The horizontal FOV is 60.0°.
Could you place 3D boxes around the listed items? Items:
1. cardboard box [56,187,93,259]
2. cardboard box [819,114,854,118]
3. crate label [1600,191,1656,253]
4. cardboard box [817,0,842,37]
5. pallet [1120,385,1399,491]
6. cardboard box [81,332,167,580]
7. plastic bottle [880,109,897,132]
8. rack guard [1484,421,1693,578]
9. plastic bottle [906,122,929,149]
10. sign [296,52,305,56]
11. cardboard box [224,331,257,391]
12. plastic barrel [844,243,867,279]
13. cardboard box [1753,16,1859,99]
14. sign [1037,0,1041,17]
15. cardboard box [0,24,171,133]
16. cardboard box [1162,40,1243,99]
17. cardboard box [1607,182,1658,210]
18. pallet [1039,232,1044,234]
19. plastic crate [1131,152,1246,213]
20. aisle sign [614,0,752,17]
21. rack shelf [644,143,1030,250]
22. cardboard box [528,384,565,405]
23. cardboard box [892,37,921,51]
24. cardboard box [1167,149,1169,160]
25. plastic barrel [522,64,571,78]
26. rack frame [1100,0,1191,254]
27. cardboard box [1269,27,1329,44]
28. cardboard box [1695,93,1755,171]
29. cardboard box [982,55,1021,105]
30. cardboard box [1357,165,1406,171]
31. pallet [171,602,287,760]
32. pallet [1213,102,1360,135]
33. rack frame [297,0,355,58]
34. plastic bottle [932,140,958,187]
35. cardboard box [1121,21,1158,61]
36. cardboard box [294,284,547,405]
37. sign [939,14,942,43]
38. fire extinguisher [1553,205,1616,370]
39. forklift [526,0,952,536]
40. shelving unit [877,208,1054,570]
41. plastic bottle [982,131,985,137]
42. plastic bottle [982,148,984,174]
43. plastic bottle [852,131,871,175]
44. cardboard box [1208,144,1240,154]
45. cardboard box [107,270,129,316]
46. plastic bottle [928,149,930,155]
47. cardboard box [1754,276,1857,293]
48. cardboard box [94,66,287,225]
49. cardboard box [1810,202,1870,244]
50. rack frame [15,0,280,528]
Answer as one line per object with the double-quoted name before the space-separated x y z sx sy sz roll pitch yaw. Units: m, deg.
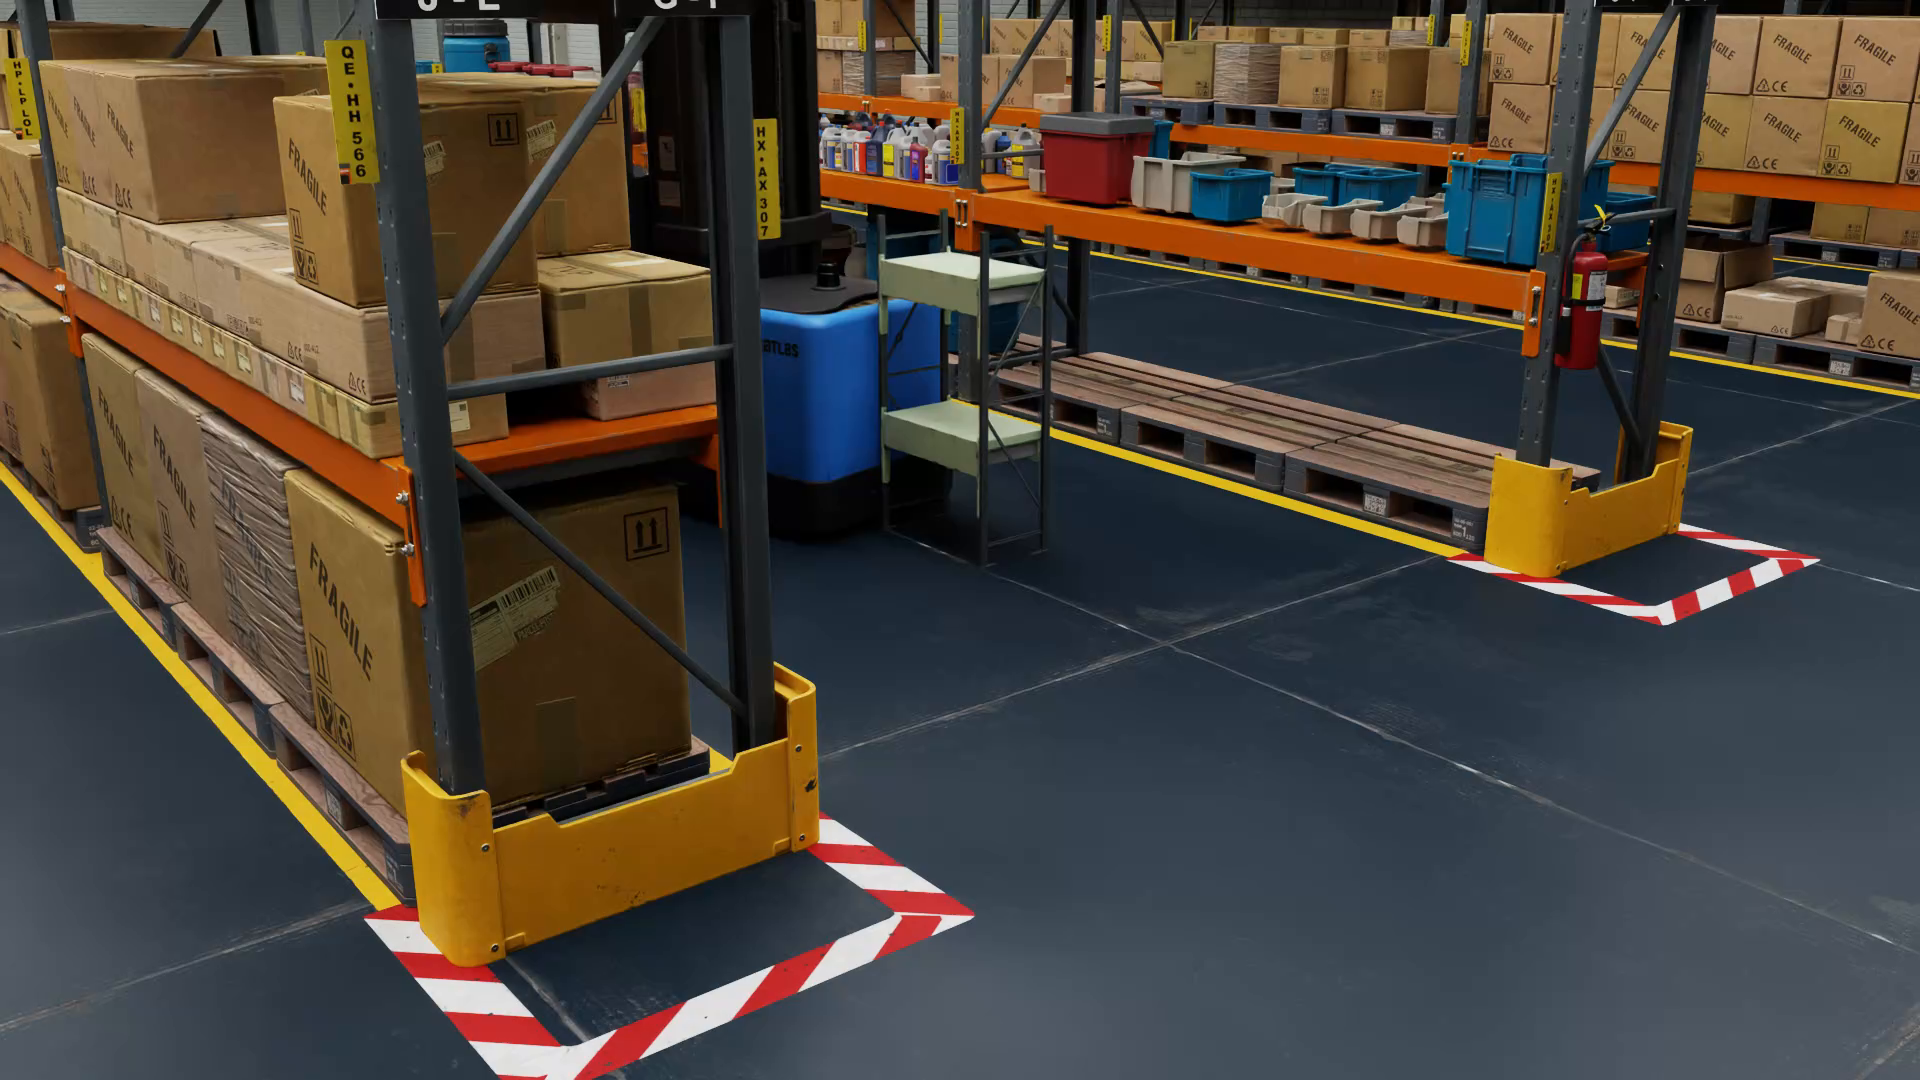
"cardboard box" -3.380 -1.328 6.867 0.500 0.250 0.500 -14 23 -37
"cardboard box" -1.641 -5.123 21.077 0.500 0.500 0.500 -14 23 -36
"crate label" 3.005 -1.480 7.732 0.416 0.233 0.303 -14 23 -36
"cardboard box" -1.261 -6.225 19.666 0.700 0.500 0.500 -14 23 -36
"pallet" 1.665 -0.594 9.319 1.003 0.211 1.213 -14 23 -36
"cardboard box" -3.119 -0.438 7.124 0.875 0.875 0.875 -14 23 -36
"plastic bottle" -0.508 -2.930 12.018 0.144 0.351 0.185 -14 23 -36
"rack guard" 2.925 -0.216 7.720 1.175 0.500 0.348 -14 23 -36
"plastic bottle" -0.298 -2.559 10.897 0.144 0.351 0.185 -14 23 -36
"sign" -7.468 -5.374 18.879 0.100 0.325 0.005 -14 23 -36
"cardboard box" -2.097 -0.595 5.287 0.380 0.149 0.250 -15 23 -37
"plastic barrel" -0.628 -1.879 12.053 0.421 0.512 0.421 0 18 0
"cardboard box" 5.653 -3.201 11.009 0.500 0.500 0.500 -13 22 -35
"sign" 1.179 -8.085 25.163 0.100 0.325 0.005 -14 23 -36
"cardboard box" -4.286 -2.276 8.209 0.797 0.503 0.637 -14 23 -36
"cardboard box" 2.297 -4.457 15.723 0.500 0.500 0.700 11 21 30
"cardboard box" 7.123 -3.857 17.492 0.750 0.750 0.750 -13 22 -34
"pallet" 0.584 -3.530 18.188 1.003 0.211 1.213 -14 23 -36
"plastic crate" 1.220 -1.952 9.078 0.437 0.282 0.530 -14 23 -36
"aisle sign" -0.703 -1.714 4.132 0.394 0.787 0.004 -14 23 -36
"rack shelf" -0.826 -2.543 11.915 1.077 0.370 4.000 -14 23 -36
"cardboard box" -1.105 -0.535 5.106 0.380 0.149 0.250 -14 23 -37
"cardboard box" -0.681 -5.788 19.380 0.380 0.149 0.250 -14 23 -36
"cardboard box" 2.860 -5.286 22.863 0.250 0.166 0.380 17 25 41
"plastic barrel" -3.673 -3.968 14.858 0.433 0.535 0.433 0 18 0
"rack frame" 1.818 -4.343 16.207 1.000 3.000 0.127 -14 23 -36
"cardboard box" 4.279 -6.126 20.731 0.700 0.500 0.500 -10 21 -29
"cardboard box" 5.351 -2.852 11.545 0.500 0.500 0.500 -14 23 -37
"cardboard box" 0.436 -4.931 17.822 0.500 0.500 0.500 -14 23 -36
"cardboard box" 3.571 -3.149 14.684 0.500 0.250 0.500 -14 23 -36
"pallet" -2.294 0.402 6.312 1.003 0.211 1.213 -14 23 -36
"pallet" 3.029 -3.774 14.793 1.003 0.211 1.213 -14 23 -36
"rack frame" -7.034 -5.349 19.244 1.000 3.000 0.127 -14 23 -36
"plastic bottle" -0.082 -2.367 10.436 0.152 0.276 0.135 -14 23 -36
"cardboard box" 2.365 -6.769 22.546 0.500 0.500 0.500 -14 23 -36
"cardboard box" -1.492 -0.577 4.599 0.500 0.250 0.500 -14 23 -37
"sign" -0.246 -5.949 19.341 0.100 0.325 0.005 -14 23 -36
"fire extinguisher" 2.637 -1.066 7.028 0.296 0.674 0.183 -14 23 -36
"forklift" -1.513 -1.767 8.535 3.031 2.935 1.130 14 23 36
"shelving unit" 0.014 -0.710 7.621 0.431 1.500 0.755 -14 23 -37
"plastic bottle" 0.150 -2.643 11.278 0.097 0.271 0.097 0 18 0
"plastic bottle" 0.114 -2.547 11.099 0.097 0.201 0.097 0 18 0
"plastic bottle" -0.622 -2.581 11.083 0.152 0.276 0.135 -14 23 -36
"cardboard box" 3.685 -5.141 21.892 0.700 0.500 0.500 -13 22 -34
"cardboard box" -3.052 -0.974 6.432 0.380 0.149 0.250 -15 23 -38
"plastic bottle" -0.210 -2.399 10.653 0.097 0.201 0.097 0 18 0
"cardboard box" 6.049 -1.711 11.933 0.500 0.250 0.500 -14 23 -36
"cardboard box" -2.743 -1.433 5.991 0.500 0.500 0.500 -15 23 -38
"cardboard box" 8.566 -3.134 15.863 0.700 0.500 0.500 -14 23 -35
"rack frame" -3.466 -1.425 7.394 1.000 3.000 0.127 -14 23 -36
